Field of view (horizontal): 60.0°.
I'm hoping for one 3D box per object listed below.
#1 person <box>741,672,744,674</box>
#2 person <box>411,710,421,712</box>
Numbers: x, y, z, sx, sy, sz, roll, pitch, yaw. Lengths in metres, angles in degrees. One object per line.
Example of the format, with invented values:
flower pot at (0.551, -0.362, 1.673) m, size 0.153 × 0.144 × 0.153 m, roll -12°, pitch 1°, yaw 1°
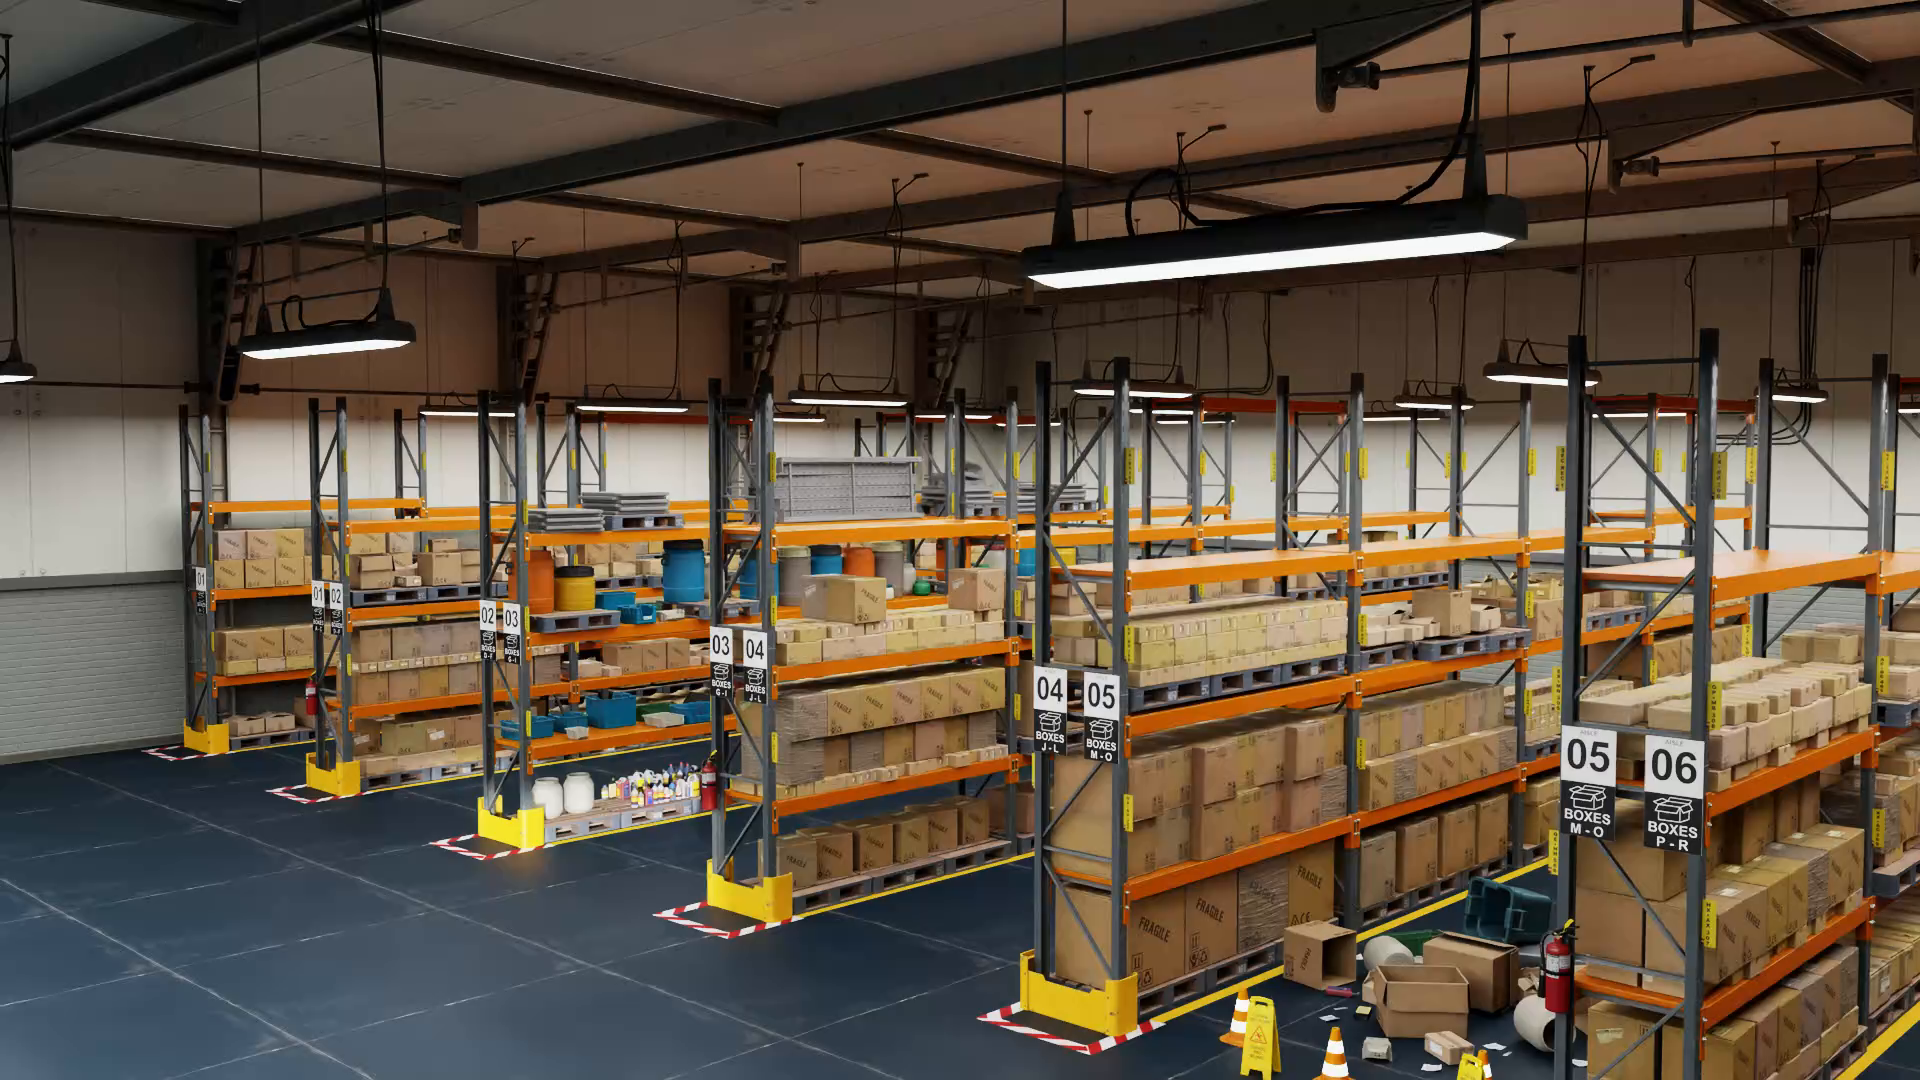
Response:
person at (-4.255, 2.565, 33.757) m, size 0.657 × 1.665 × 0.557 m, roll 2°, pitch 4°, yaw 33°
person at (-9.443, 2.832, 28.805) m, size 0.537 × 1.632 × 0.898 m, roll 1°, pitch 3°, yaw 25°
